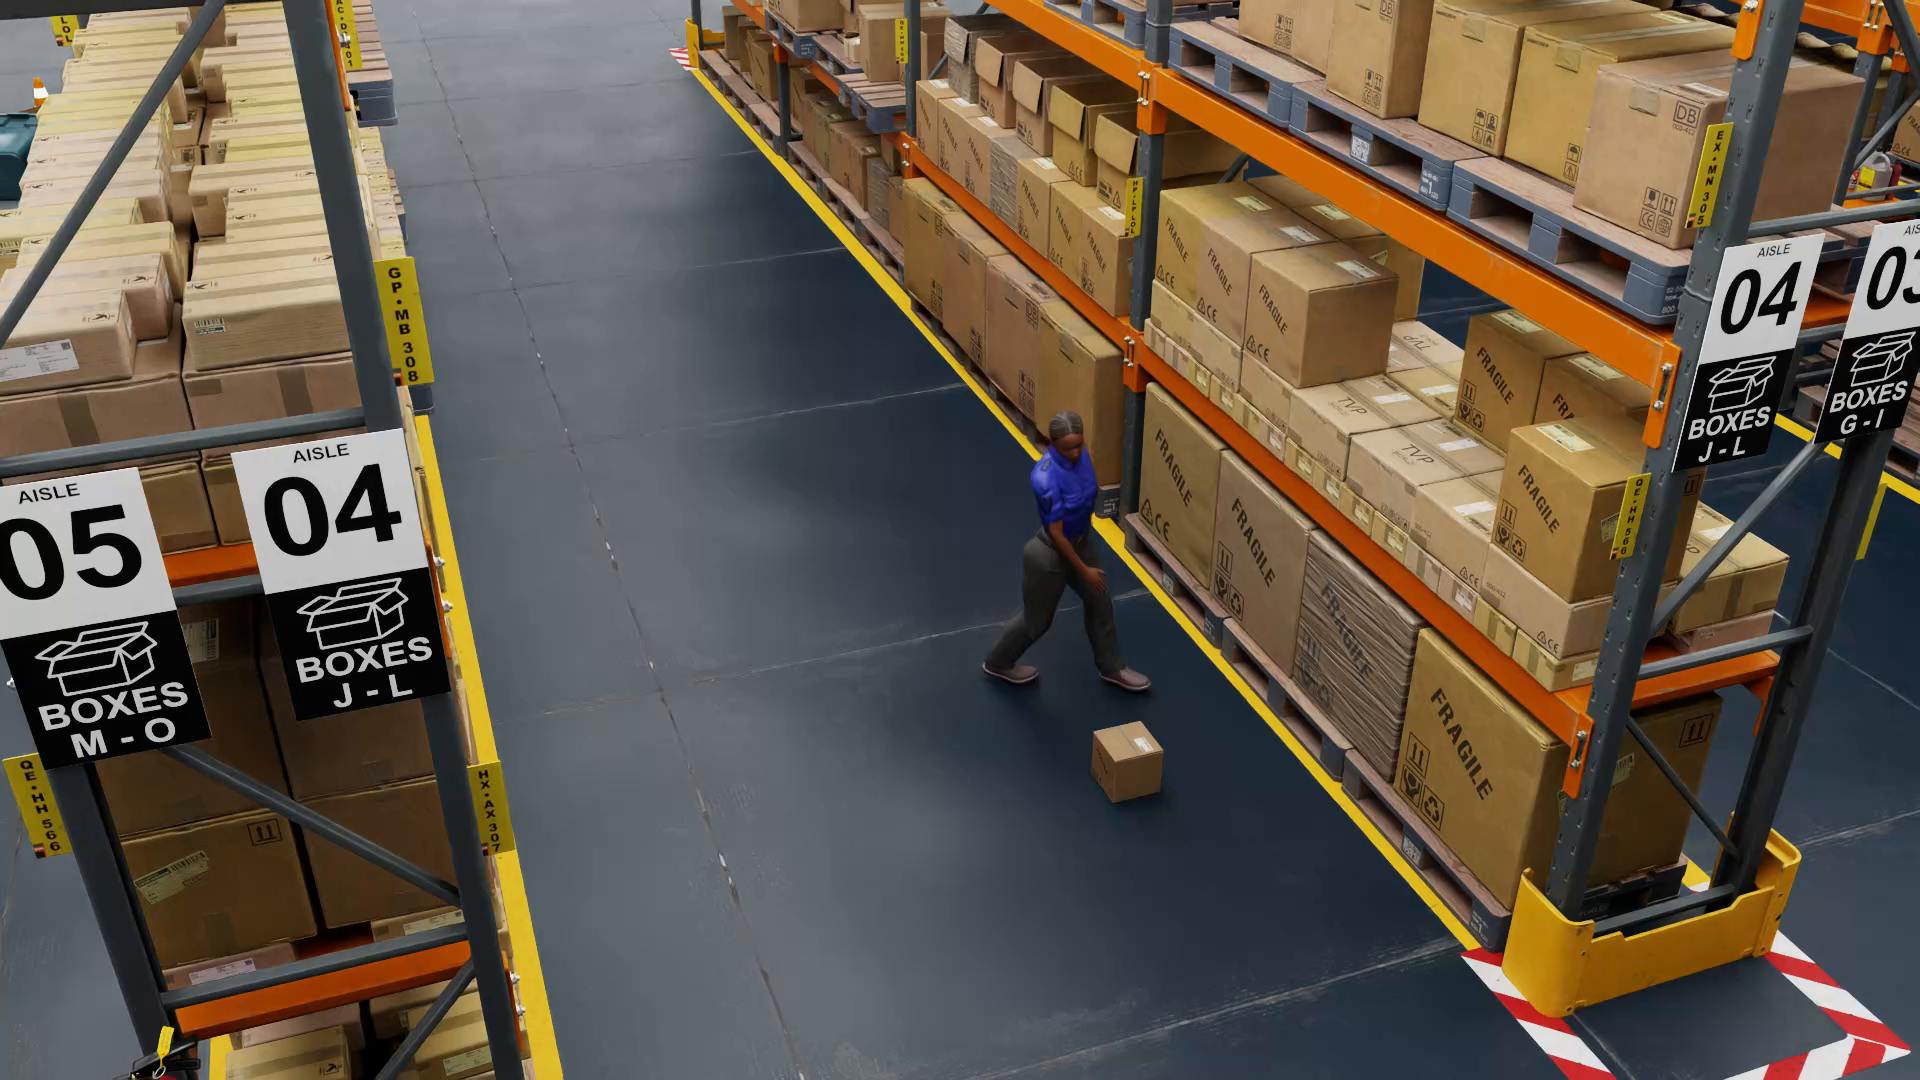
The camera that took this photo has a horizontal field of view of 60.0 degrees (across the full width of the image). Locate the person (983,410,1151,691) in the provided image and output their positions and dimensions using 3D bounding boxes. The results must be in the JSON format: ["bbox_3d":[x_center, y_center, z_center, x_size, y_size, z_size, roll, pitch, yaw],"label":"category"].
[{"bbox_3d":[0.543,0.061,8.254,0.798,1.600,0.512,20,35,30],"label":"person"}]
